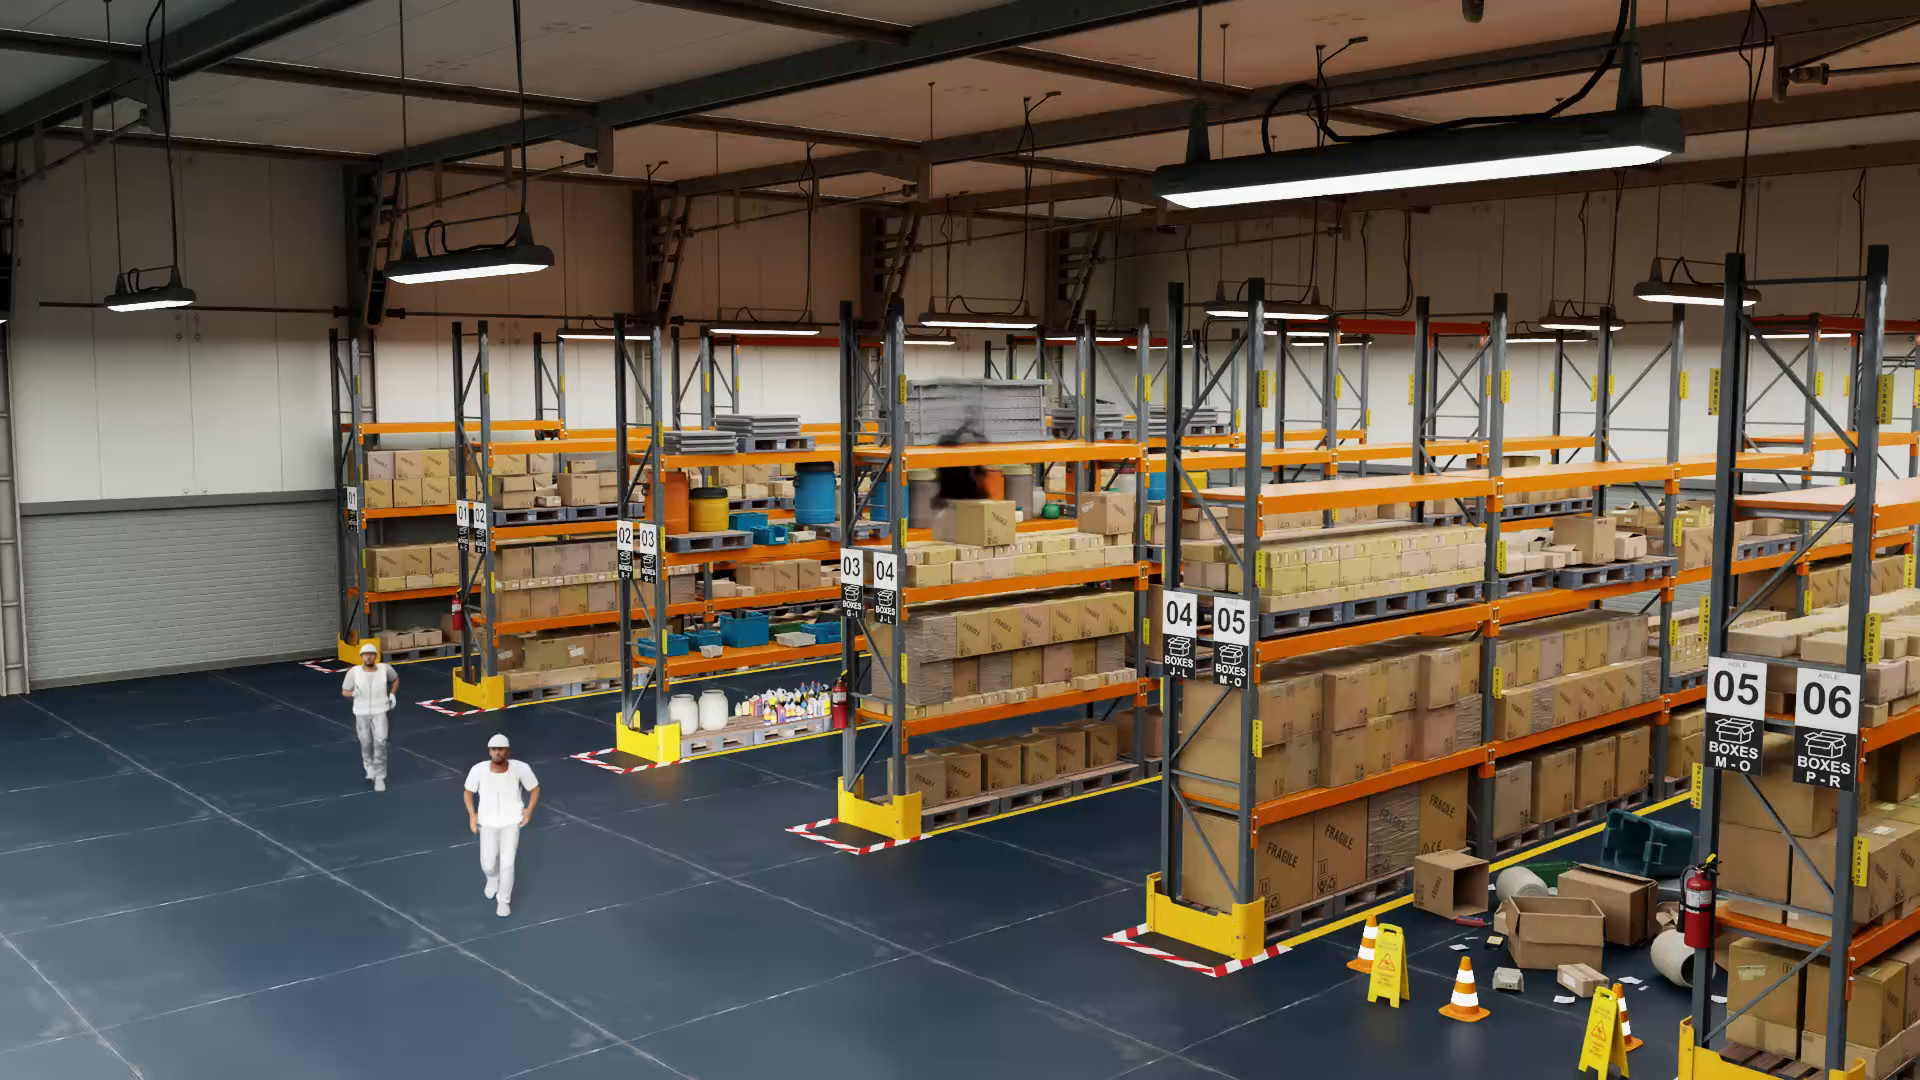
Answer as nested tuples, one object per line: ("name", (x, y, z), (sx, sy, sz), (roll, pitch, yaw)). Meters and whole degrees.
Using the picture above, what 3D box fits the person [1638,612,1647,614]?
("person", (10.107, 1.918, 24.598), (0.762, 1.731, 0.539), (-4, 7, -37))

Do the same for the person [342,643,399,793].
("person", (-7.398, 2.206, 20.884), (0.664, 1.835, 0.775), (-2, 6, -15))

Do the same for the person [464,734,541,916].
("person", (-4.425, 2.720, 16.103), (0.720, 1.738, 0.578), (-1, 6, -11))
